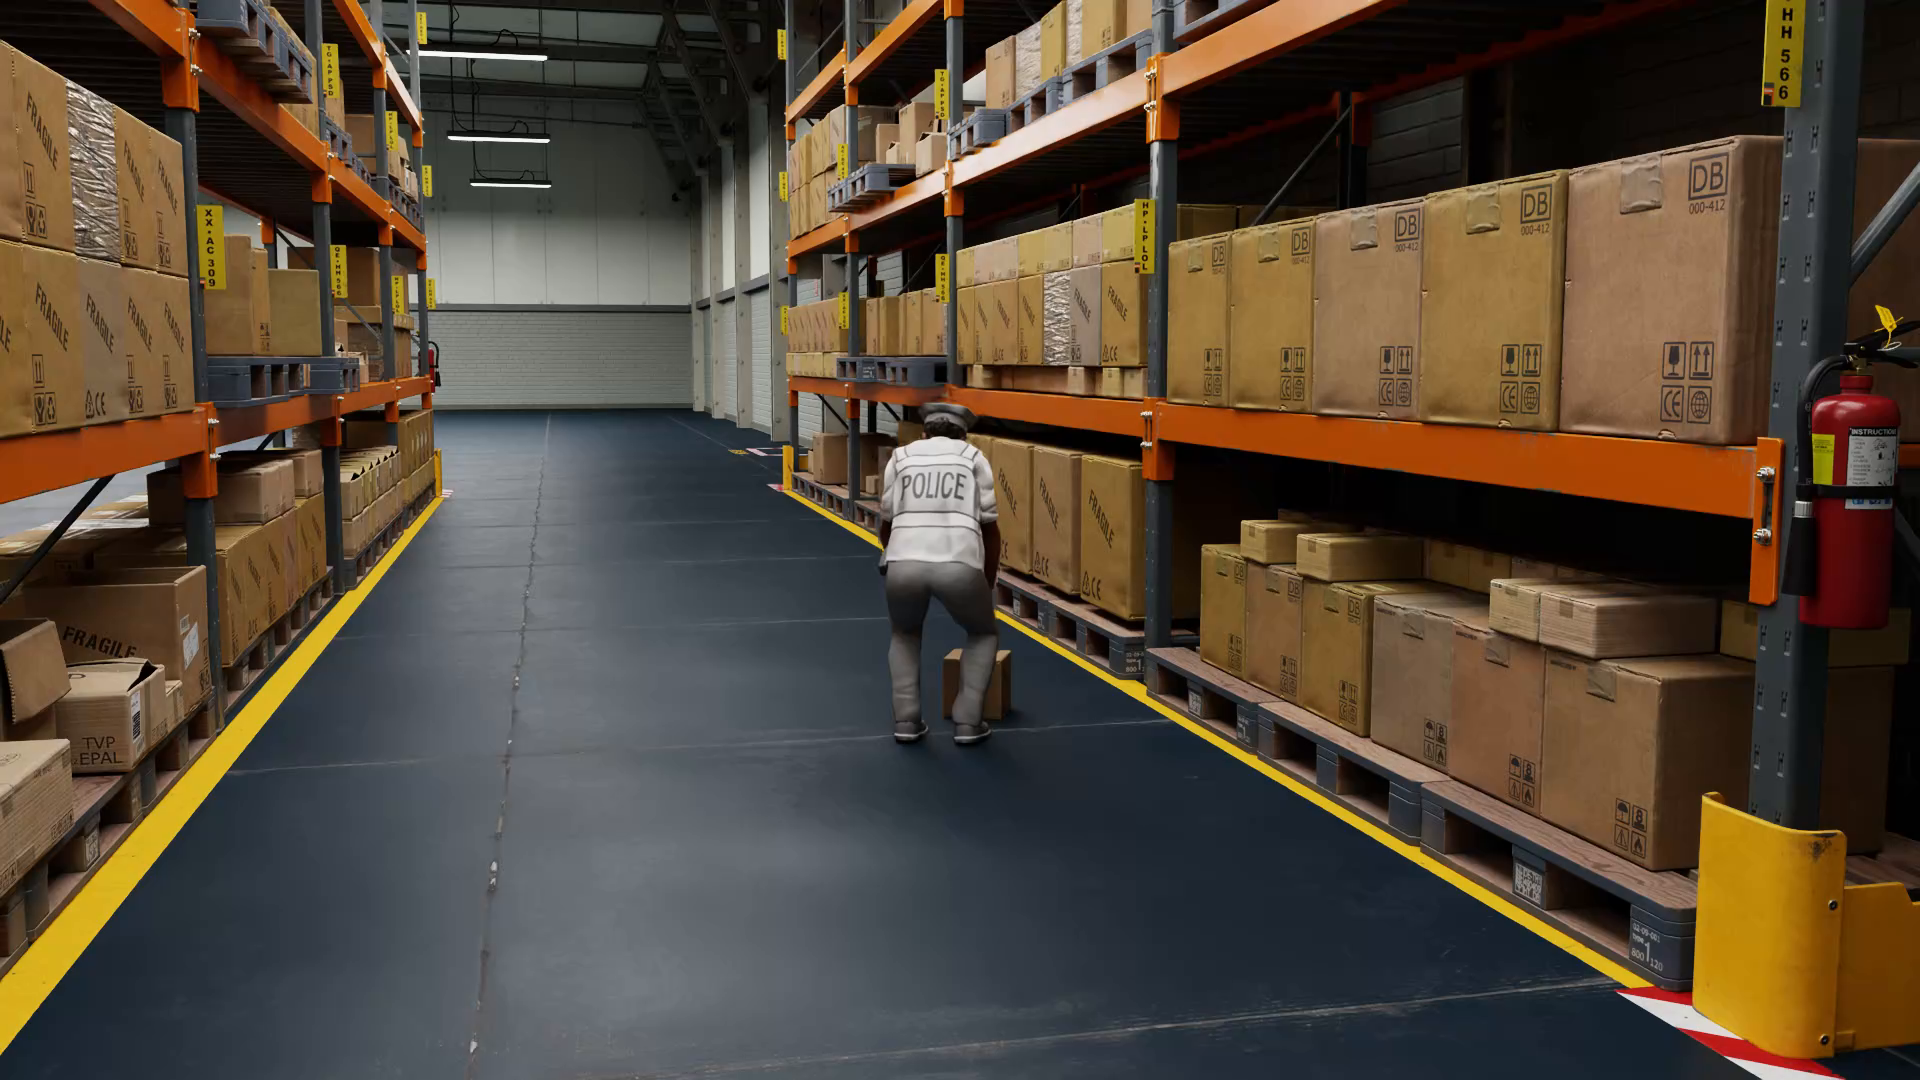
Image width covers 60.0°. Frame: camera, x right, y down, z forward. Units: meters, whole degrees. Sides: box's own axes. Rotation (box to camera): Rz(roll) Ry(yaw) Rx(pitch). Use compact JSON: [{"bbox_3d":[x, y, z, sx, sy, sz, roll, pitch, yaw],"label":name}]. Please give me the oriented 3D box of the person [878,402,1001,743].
[{"bbox_3d":[-0.099,0.122,6.632,0.496,1.331,0.741,1,6,11],"label":"person"}]
